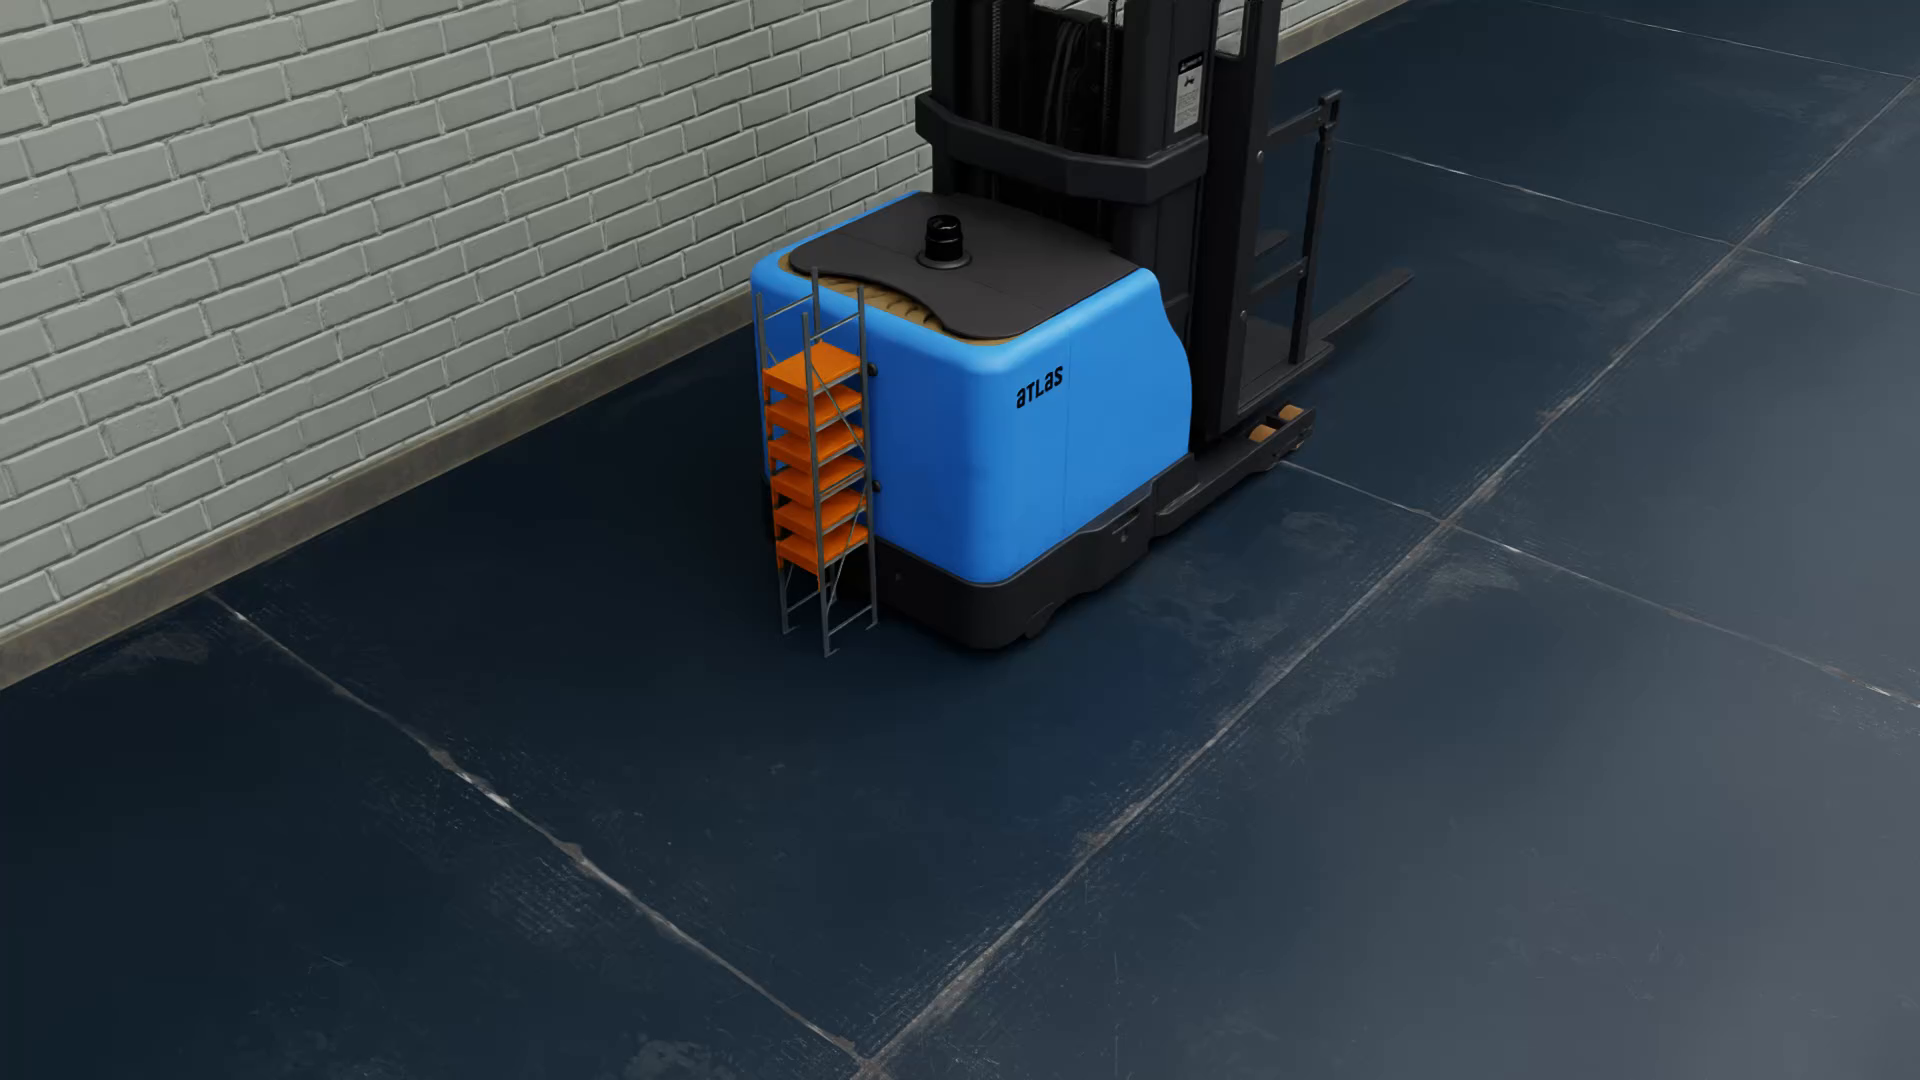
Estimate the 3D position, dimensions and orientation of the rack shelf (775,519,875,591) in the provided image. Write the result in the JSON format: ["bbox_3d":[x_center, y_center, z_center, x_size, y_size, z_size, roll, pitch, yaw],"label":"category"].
[{"bbox_3d":[-0.416,0.026,5.152,0.180,0.103,0.258,26,43,32],"label":"rack shelf"}]

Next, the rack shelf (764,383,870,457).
[{"bbox_3d":[-0.418,-0.368,4.878,0.180,0.103,0.258,26,43,32],"label":"rack shelf"}]

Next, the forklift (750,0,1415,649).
[{"bbox_3d":[0.679,-1.629,5.534,1.130,2.935,3.031,26,42,32],"label":"forklift"}]

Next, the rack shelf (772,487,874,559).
[{"bbox_3d":[-0.417,-0.072,5.084,0.180,0.103,0.258,26,43,32],"label":"rack shelf"}]

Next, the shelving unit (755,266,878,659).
[{"bbox_3d":[-0.418,-0.207,4.990,0.189,1.200,0.258,26,43,32],"label":"shelving unit"}]

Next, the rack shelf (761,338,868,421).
[{"bbox_3d":[-0.419,-0.466,4.810,0.180,0.103,0.258,26,43,32],"label":"rack shelf"}]

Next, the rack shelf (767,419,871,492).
[{"bbox_3d":[-0.418,-0.269,4.947,0.180,0.103,0.258,26,43,32],"label":"rack shelf"}]

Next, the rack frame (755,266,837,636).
[{"bbox_3d":[-0.487,-0.241,5.039,0.006,1.200,0.240,26,43,32],"label":"rack frame"}]

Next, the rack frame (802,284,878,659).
[{"bbox_3d":[-0.348,-0.173,4.941,0.006,1.200,0.240,26,43,32],"label":"rack frame"}]

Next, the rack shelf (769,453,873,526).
[{"bbox_3d":[-0.417,-0.171,5.015,0.180,0.103,0.258,26,43,32],"label":"rack shelf"}]
